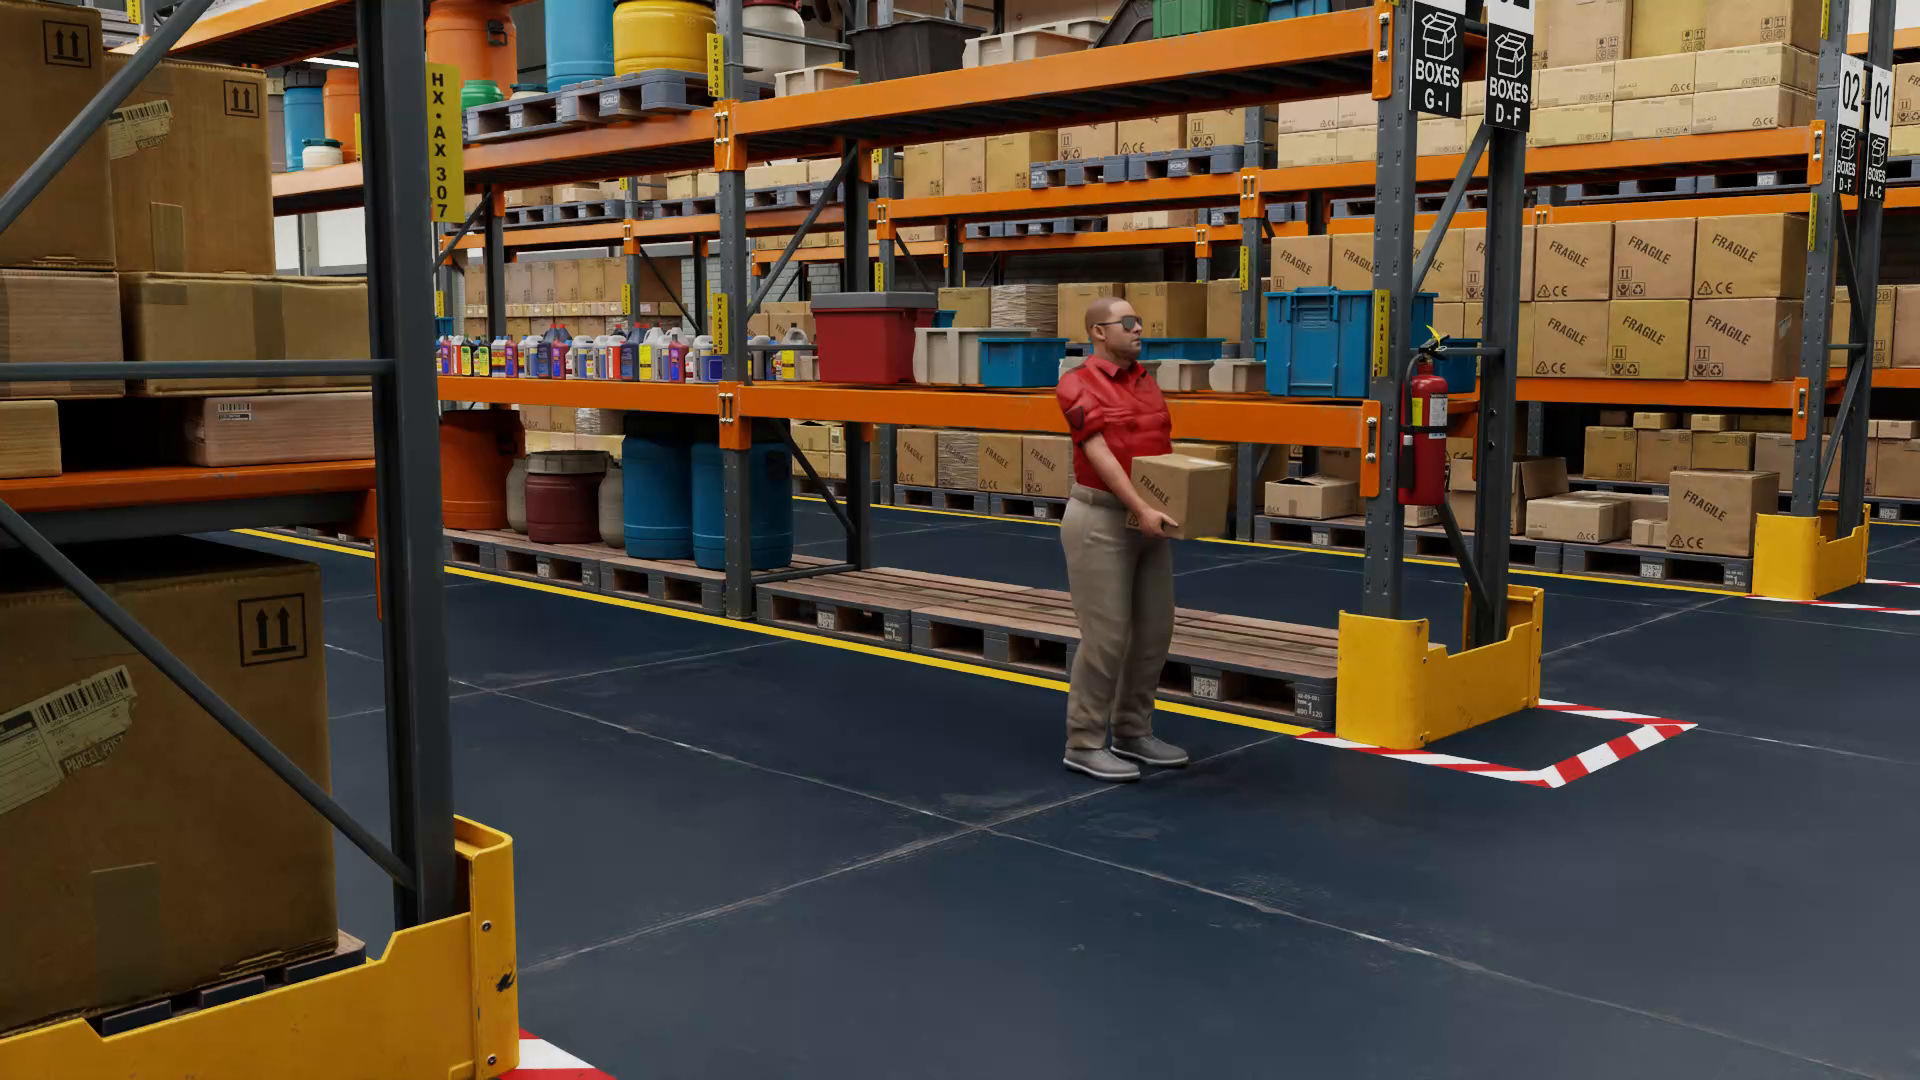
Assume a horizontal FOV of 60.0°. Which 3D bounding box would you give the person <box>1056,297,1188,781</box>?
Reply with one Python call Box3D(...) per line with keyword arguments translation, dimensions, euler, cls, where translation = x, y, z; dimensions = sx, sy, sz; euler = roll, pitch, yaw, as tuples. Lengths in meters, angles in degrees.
Box3D(translation=(0.654, -0.014, 5.980), dimensions=(0.537, 1.712, 0.494), euler=(7, 10, 43), cls="person")
